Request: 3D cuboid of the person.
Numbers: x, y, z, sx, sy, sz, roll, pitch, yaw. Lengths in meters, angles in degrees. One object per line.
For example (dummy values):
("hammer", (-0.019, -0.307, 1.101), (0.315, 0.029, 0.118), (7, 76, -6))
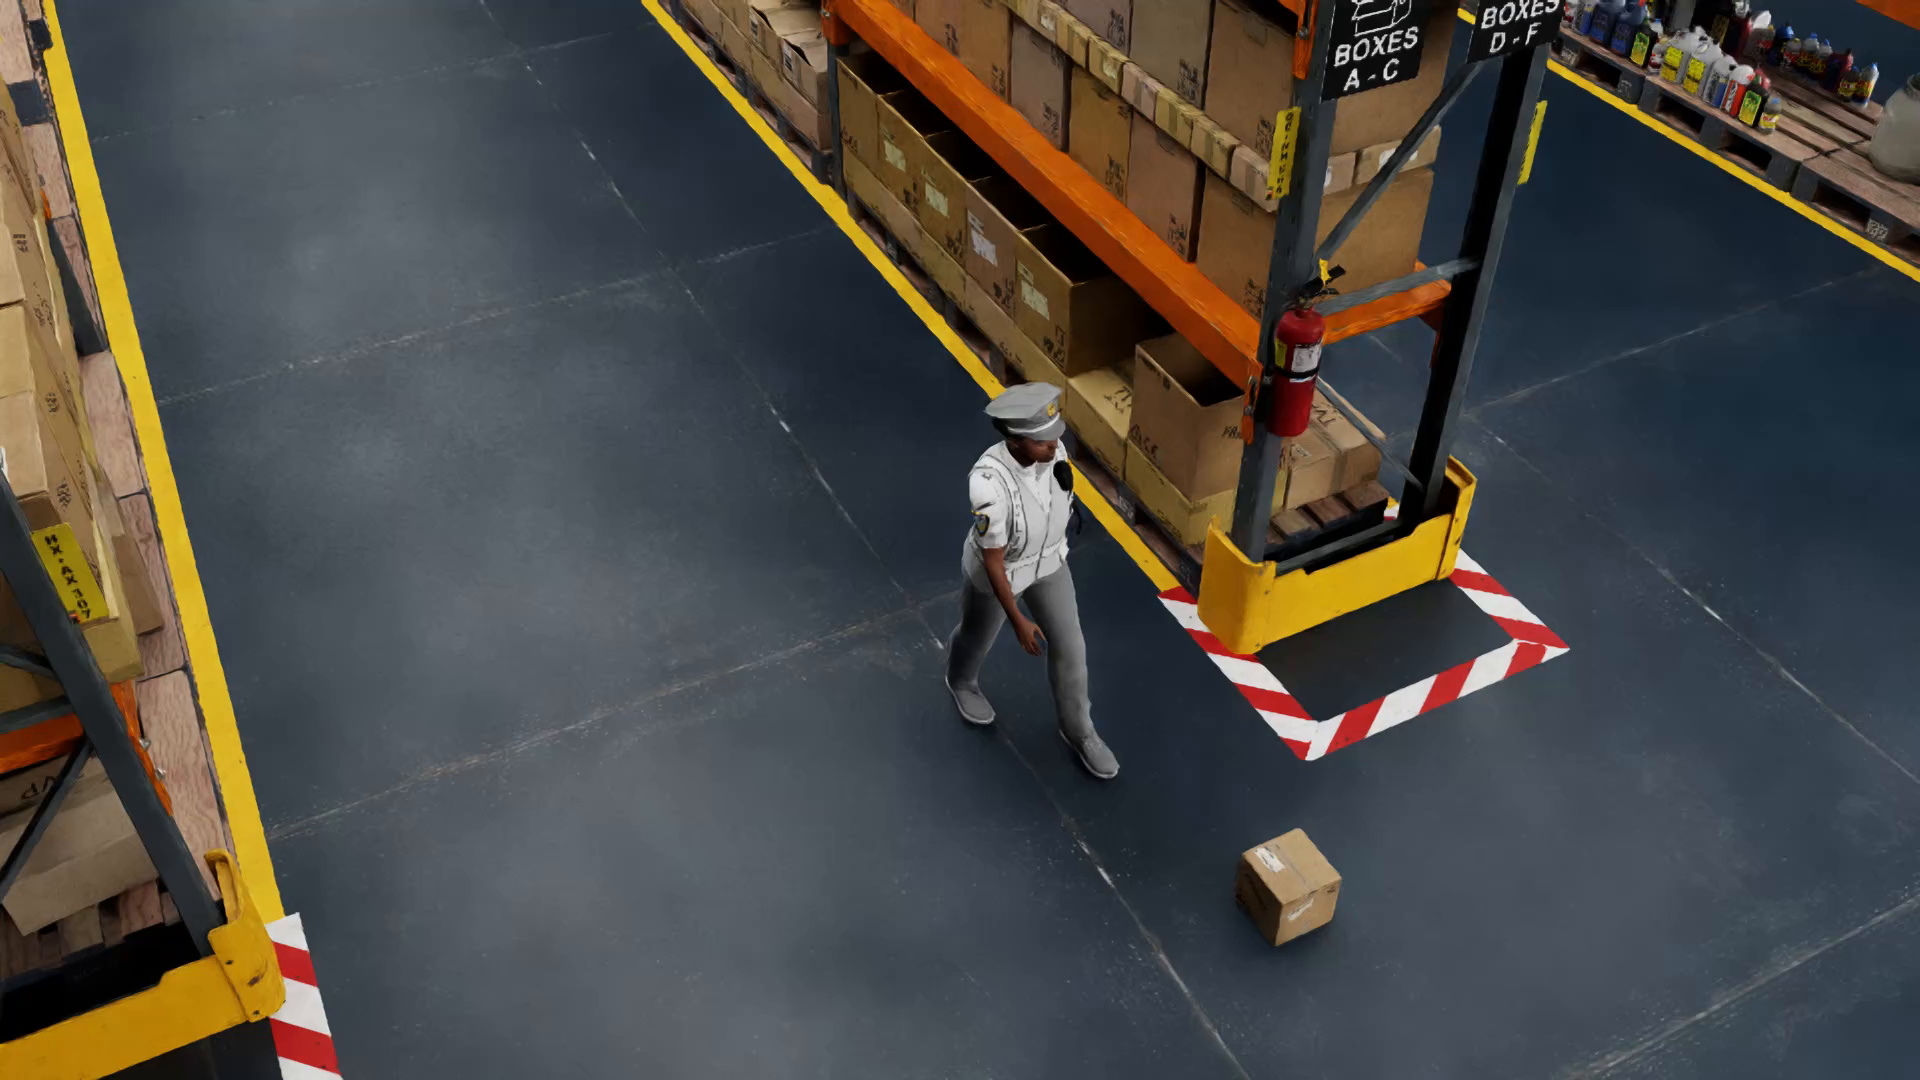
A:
("person", (0.241, 0.138, 5.977), (0.451, 1.653, 0.792), (-26, 48, -26))
